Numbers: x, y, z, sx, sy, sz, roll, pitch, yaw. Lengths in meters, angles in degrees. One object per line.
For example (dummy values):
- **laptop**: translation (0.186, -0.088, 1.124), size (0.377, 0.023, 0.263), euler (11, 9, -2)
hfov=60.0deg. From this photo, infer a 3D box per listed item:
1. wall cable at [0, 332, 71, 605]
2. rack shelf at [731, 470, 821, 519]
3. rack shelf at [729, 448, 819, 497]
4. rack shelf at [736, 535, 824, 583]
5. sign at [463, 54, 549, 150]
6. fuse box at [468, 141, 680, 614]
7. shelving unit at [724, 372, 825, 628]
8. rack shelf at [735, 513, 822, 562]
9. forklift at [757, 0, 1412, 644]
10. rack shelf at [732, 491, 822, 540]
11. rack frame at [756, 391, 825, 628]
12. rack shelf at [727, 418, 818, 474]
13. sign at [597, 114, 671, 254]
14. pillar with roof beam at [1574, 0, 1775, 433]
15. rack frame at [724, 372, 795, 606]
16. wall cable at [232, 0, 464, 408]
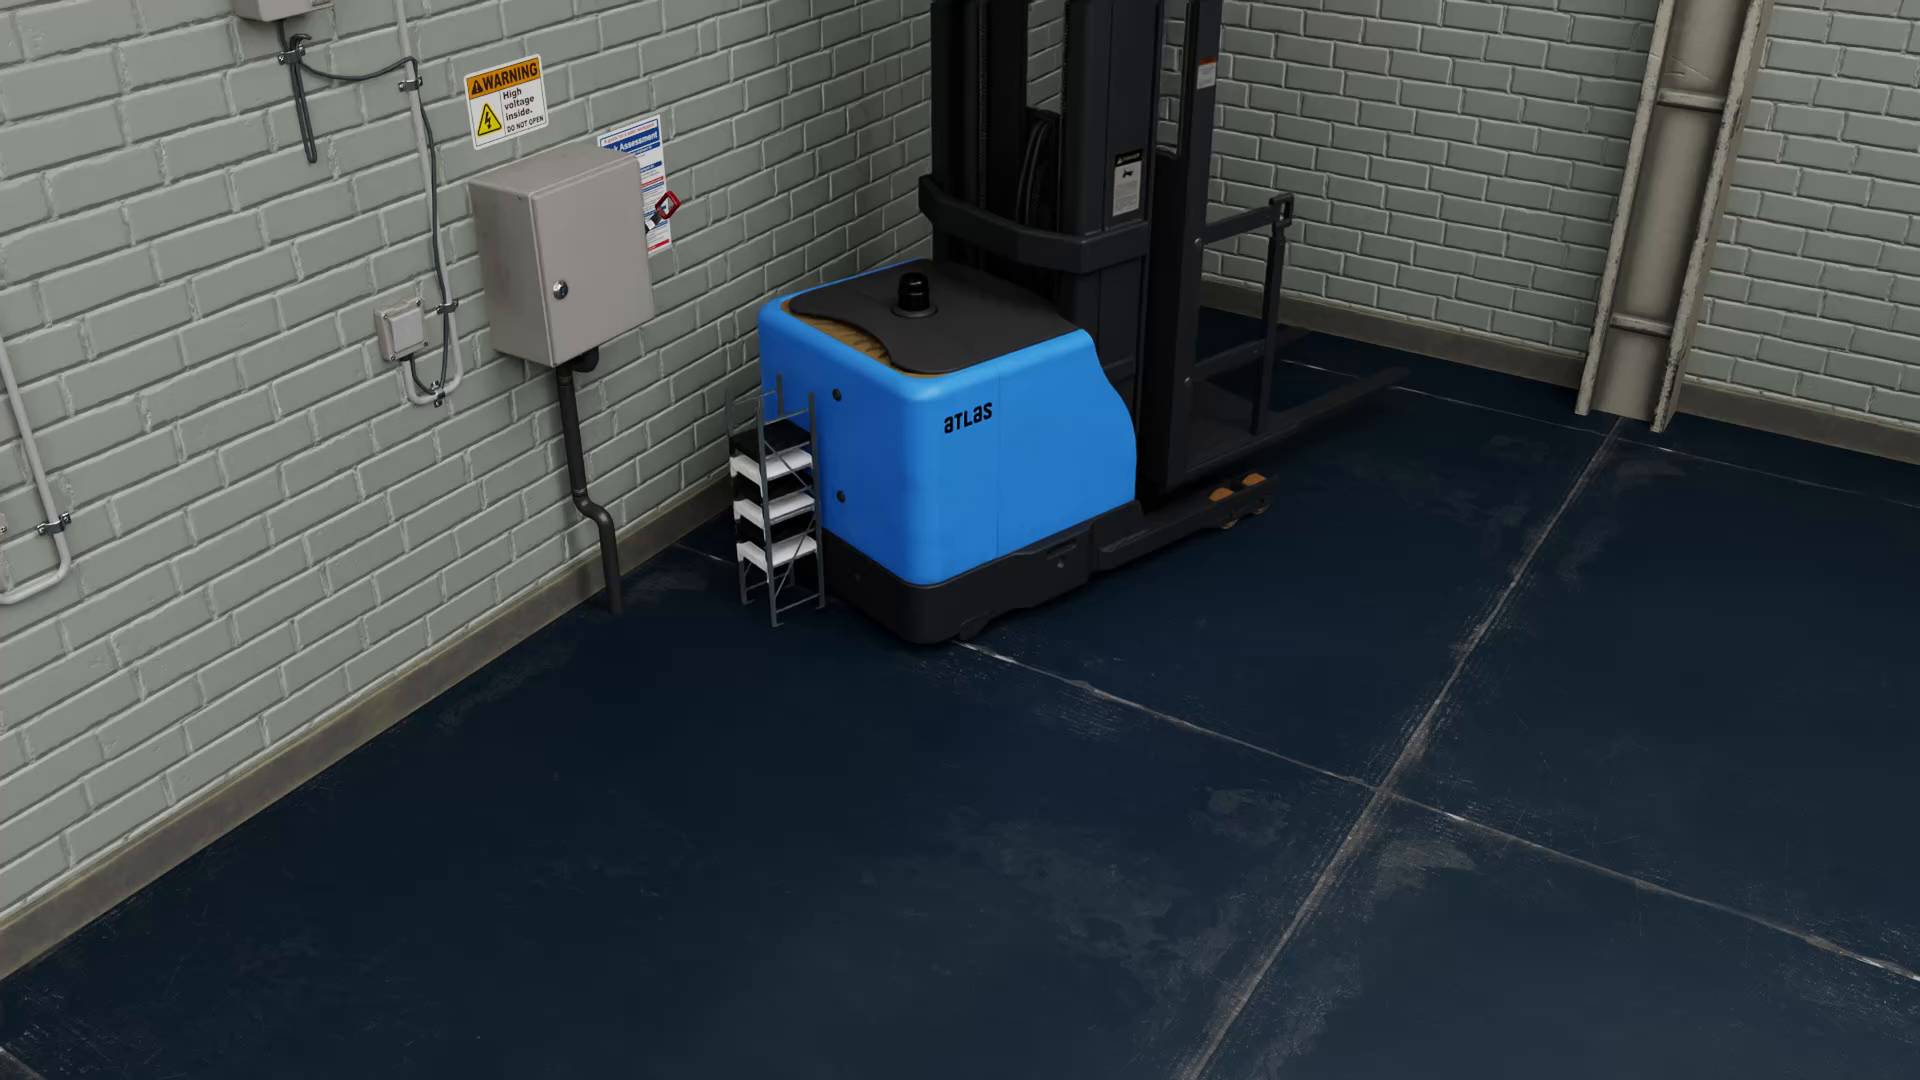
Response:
- **wall cable**: translation (-2.503, -0.629, 3.811), size (0.123, 1.953, 0.585), euler (18, 35, 27)
- **rack shelf**: translation (-0.672, -0.187, 6.065), size (0.258, 0.077, 0.200), euler (-23, 37, -33)
- **rack shelf**: translation (-0.672, -0.265, 6.019), size (0.258, 0.077, 0.200), euler (-23, 37, -33)
- **rack shelf**: translation (-0.671, 0.046, 6.201), size (0.258, 0.077, 0.200), euler (-23, 37, -33)
- **sign**: translation (-1.467, -1.422, 5.392), size (0.001, 0.242, 0.339), euler (18, 35, 27)
- **fuse box**: translation (-1.262, -0.477, 5.870), size (0.414, 1.711, 0.539), euler (18, 35, 27)
- **shelving unit**: translation (-0.672, -0.138, 6.093), size (0.258, 0.900, 0.210), euler (-23, 37, -33)
- **rack shelf**: translation (-0.672, -0.032, 6.156), size (0.258, 0.077, 0.200), euler (-23, 37, -33)
- **forklift**: translation (0.697, -1.496, 6.406), size (3.031, 2.935, 1.130), euler (-22, 37, -33)
- **rack shelf**: translation (-0.672, -0.110, 6.110), size (0.258, 0.077, 0.200), euler (-23, 37, -33)
- **rack frame**: translation (-0.607, -0.099, 6.025), size (0.240, 0.900, 0.006), euler (-23, 37, -33)
- **rack shelf**: translation (-0.673, -0.343, 5.974), size (0.258, 0.077, 0.200), euler (-23, 37, -33)
- **sign**: translation (-1.175, -1.259, 6.026), size (0.001, 0.494, 0.329), euler (18, 35, 27)
- **pillar with roof beam**: translation (0.828, -2.656, 2.373), size (0.400, 9.000, 9.100), euler (18, 35, 27)
- **rack frame**: translation (-0.736, -0.178, 6.161), size (0.240, 0.900, 0.006), euler (-23, 37, -33)
- **wall cable**: translation (-1.759, -1.223, 4.862), size (0.122, 1.984, 0.588), euler (18, 35, 27)
